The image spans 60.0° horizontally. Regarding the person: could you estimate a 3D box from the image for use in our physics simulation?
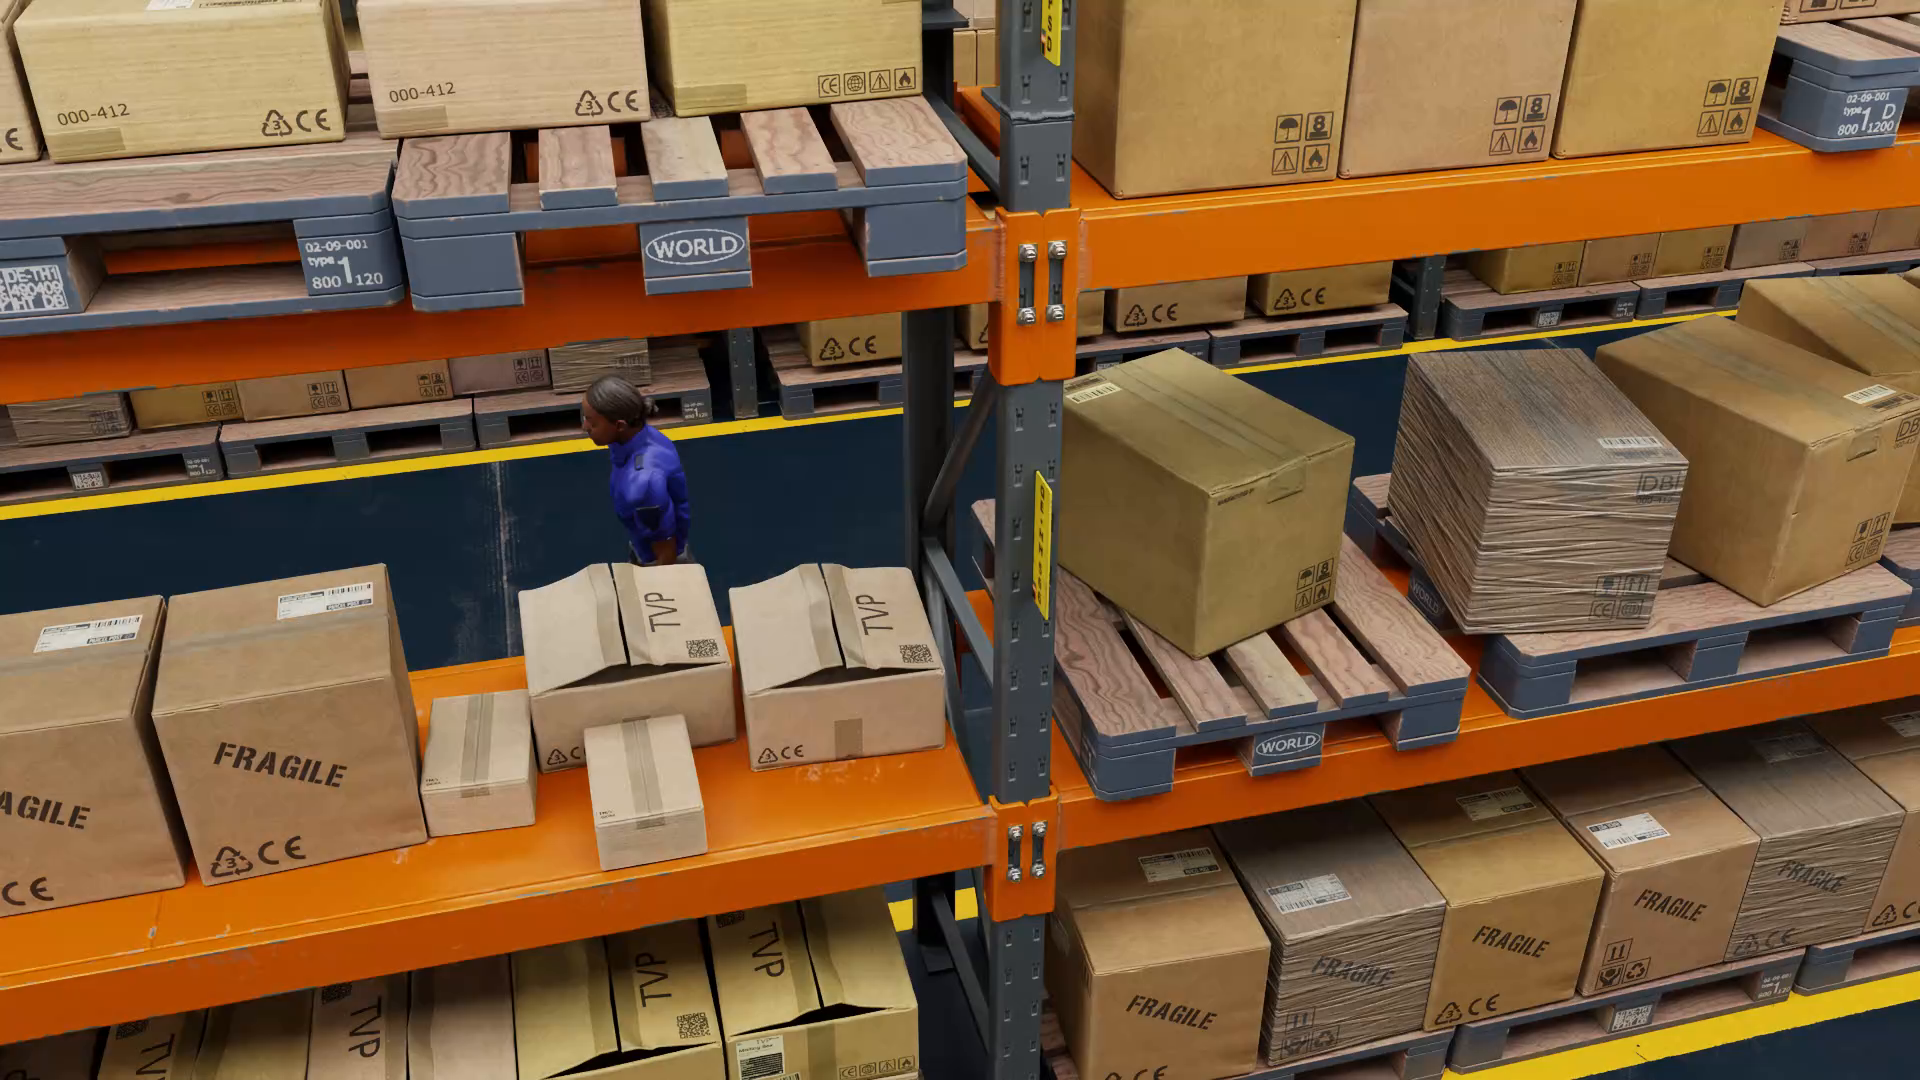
[{"bbox_3d":[-1.088,0.158,5.867,0.351,1.655,0.506,-8,31,-13],"label":"person"}]
